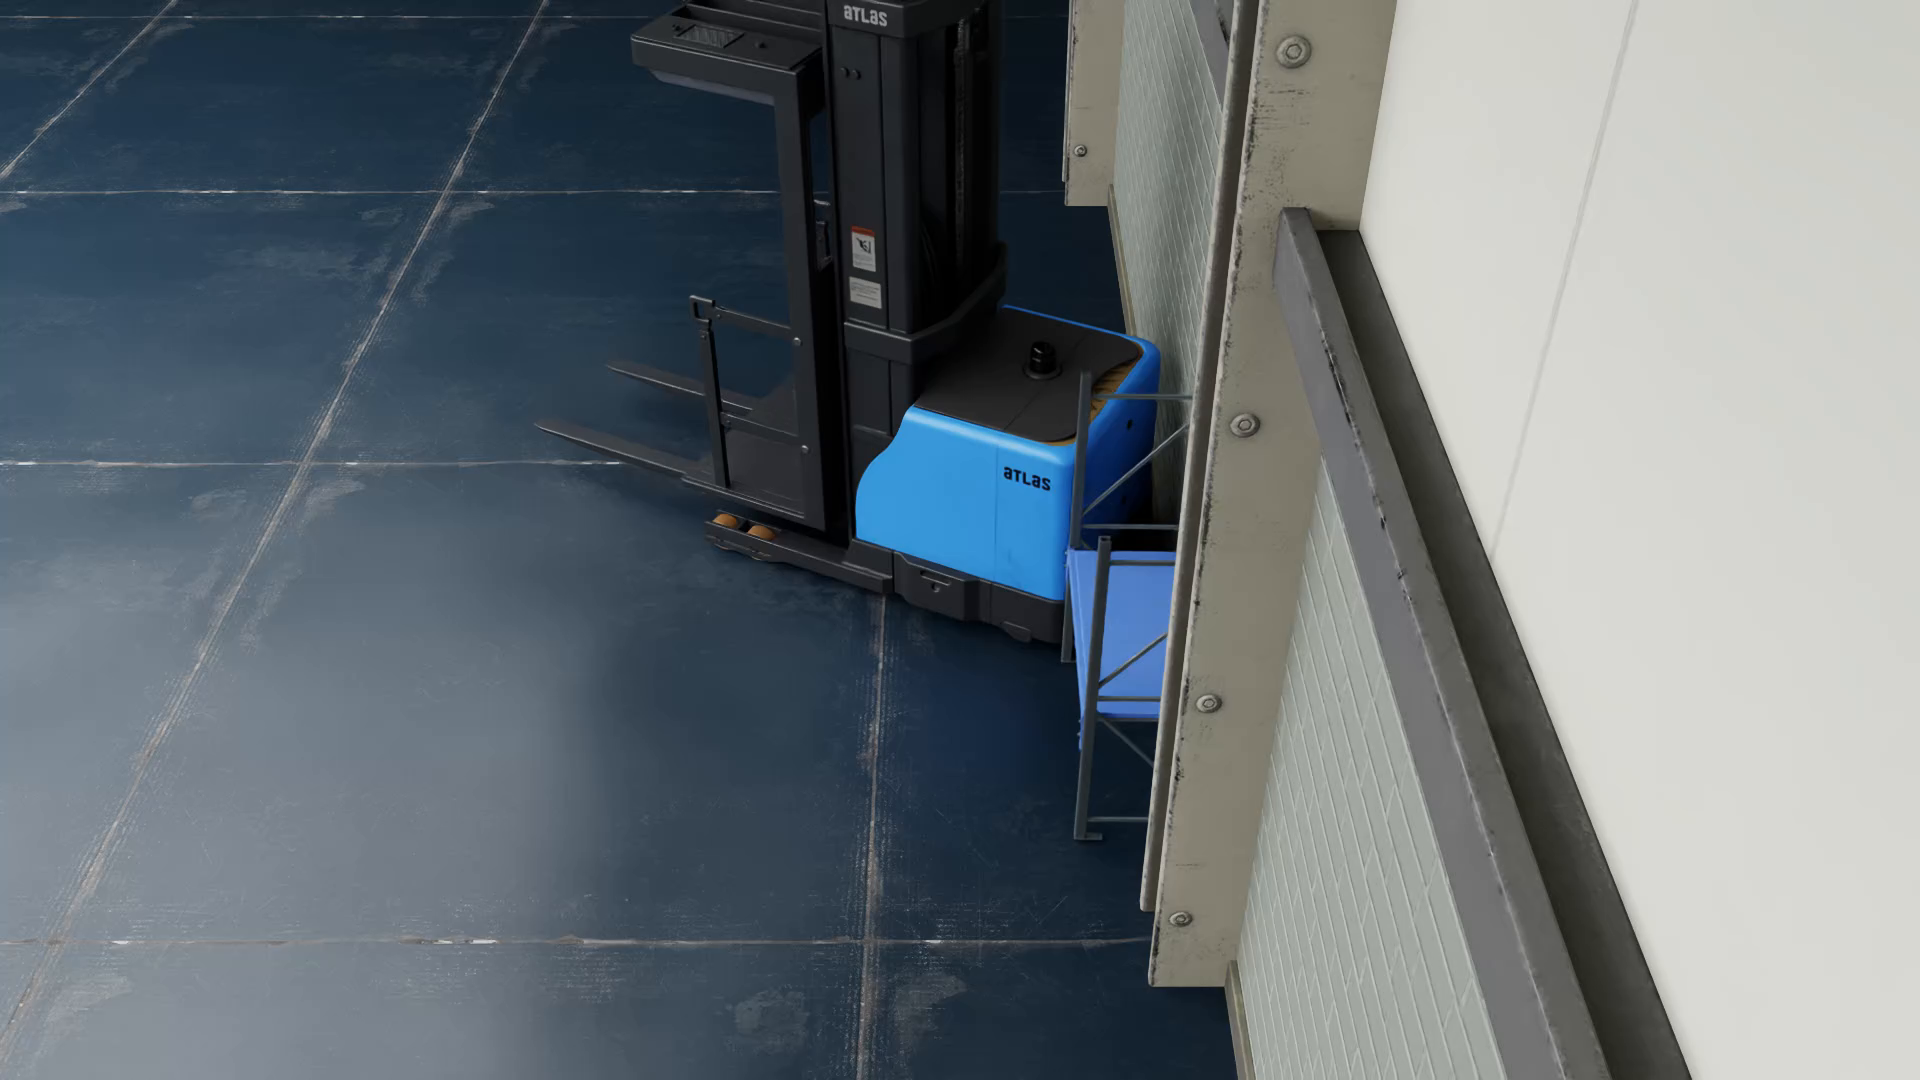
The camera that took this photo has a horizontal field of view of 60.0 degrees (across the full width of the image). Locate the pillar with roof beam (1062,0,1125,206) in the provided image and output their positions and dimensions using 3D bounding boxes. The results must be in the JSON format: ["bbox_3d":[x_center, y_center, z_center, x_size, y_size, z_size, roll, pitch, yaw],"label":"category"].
[{"bbox_3d":[-3.476,-5.777,8.009,9.100,9.000,0.400,0,39,0],"label":"pillar with roof beam"}]

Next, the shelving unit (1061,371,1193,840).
[{"bbox_3d":[0.707,0.266,6.460,0.538,1.500,1.048,1,39,-1],"label":"shelving unit"}]

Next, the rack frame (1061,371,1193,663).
[{"bbox_3d":[0.706,-0.052,6.856,0.500,1.500,0.032,1,39,-1],"label":"rack frame"}]

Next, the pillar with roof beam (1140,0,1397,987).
[{"bbox_3d":[-3.469,-2.025,3.327,9.100,9.000,0.400,0,39,0],"label":"pillar with roof beam"}]

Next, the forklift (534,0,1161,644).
[{"bbox_3d":[-0.646,-1.322,7.302,3.031,2.935,1.130,17,42,20],"label":"forklift"}]

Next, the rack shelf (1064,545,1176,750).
[{"bbox_3d":[0.704,0.406,6.572,0.538,0.185,1.000,1,39,-1],"label":"rack shelf"}]

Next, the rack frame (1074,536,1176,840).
[{"bbox_3d":[0.708,0.584,6.063,0.500,1.500,0.032,1,39,-1],"label":"rack frame"}]
